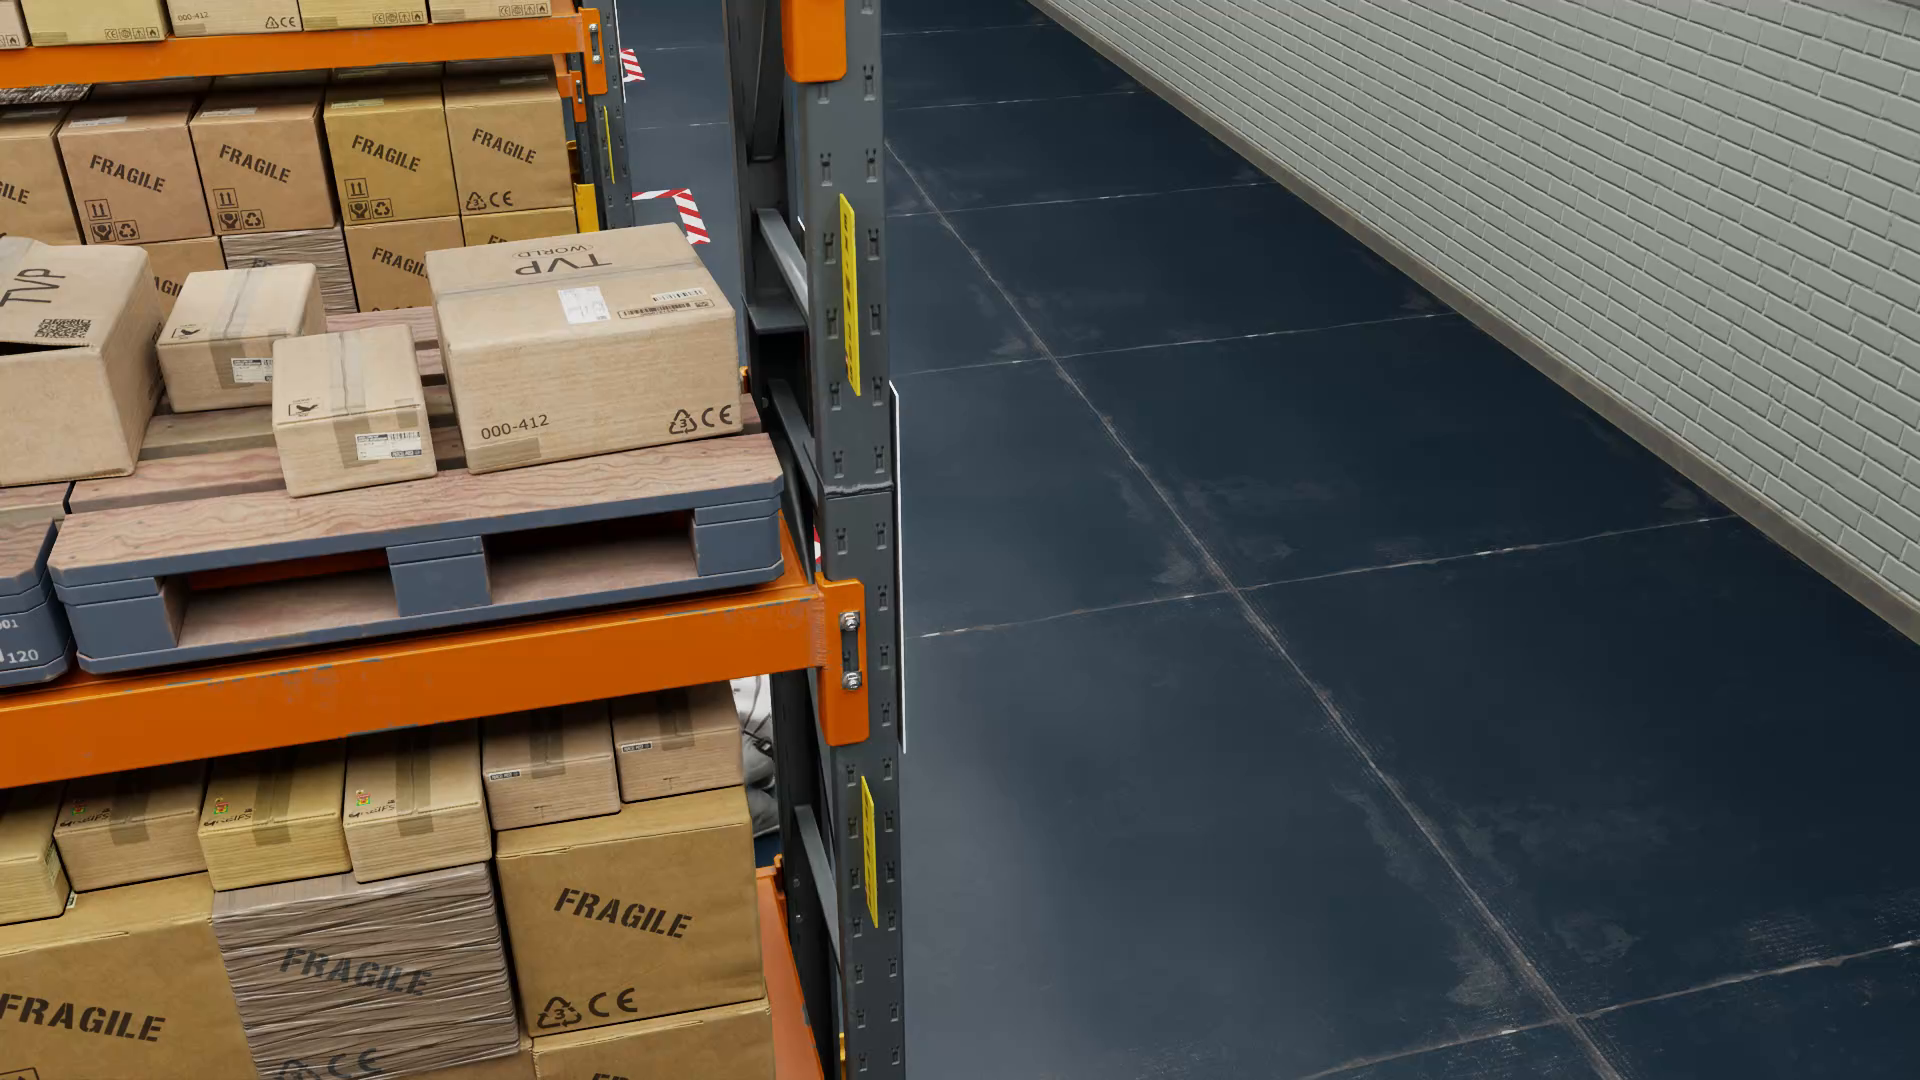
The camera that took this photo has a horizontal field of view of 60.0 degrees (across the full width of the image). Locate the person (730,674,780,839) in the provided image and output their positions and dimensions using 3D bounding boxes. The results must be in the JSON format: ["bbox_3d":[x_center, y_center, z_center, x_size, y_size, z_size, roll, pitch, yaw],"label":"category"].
[{"bbox_3d":[-1.080,0.832,6.682,1.002,0.872,0.537,-8,31,-14],"label":"person"}]
